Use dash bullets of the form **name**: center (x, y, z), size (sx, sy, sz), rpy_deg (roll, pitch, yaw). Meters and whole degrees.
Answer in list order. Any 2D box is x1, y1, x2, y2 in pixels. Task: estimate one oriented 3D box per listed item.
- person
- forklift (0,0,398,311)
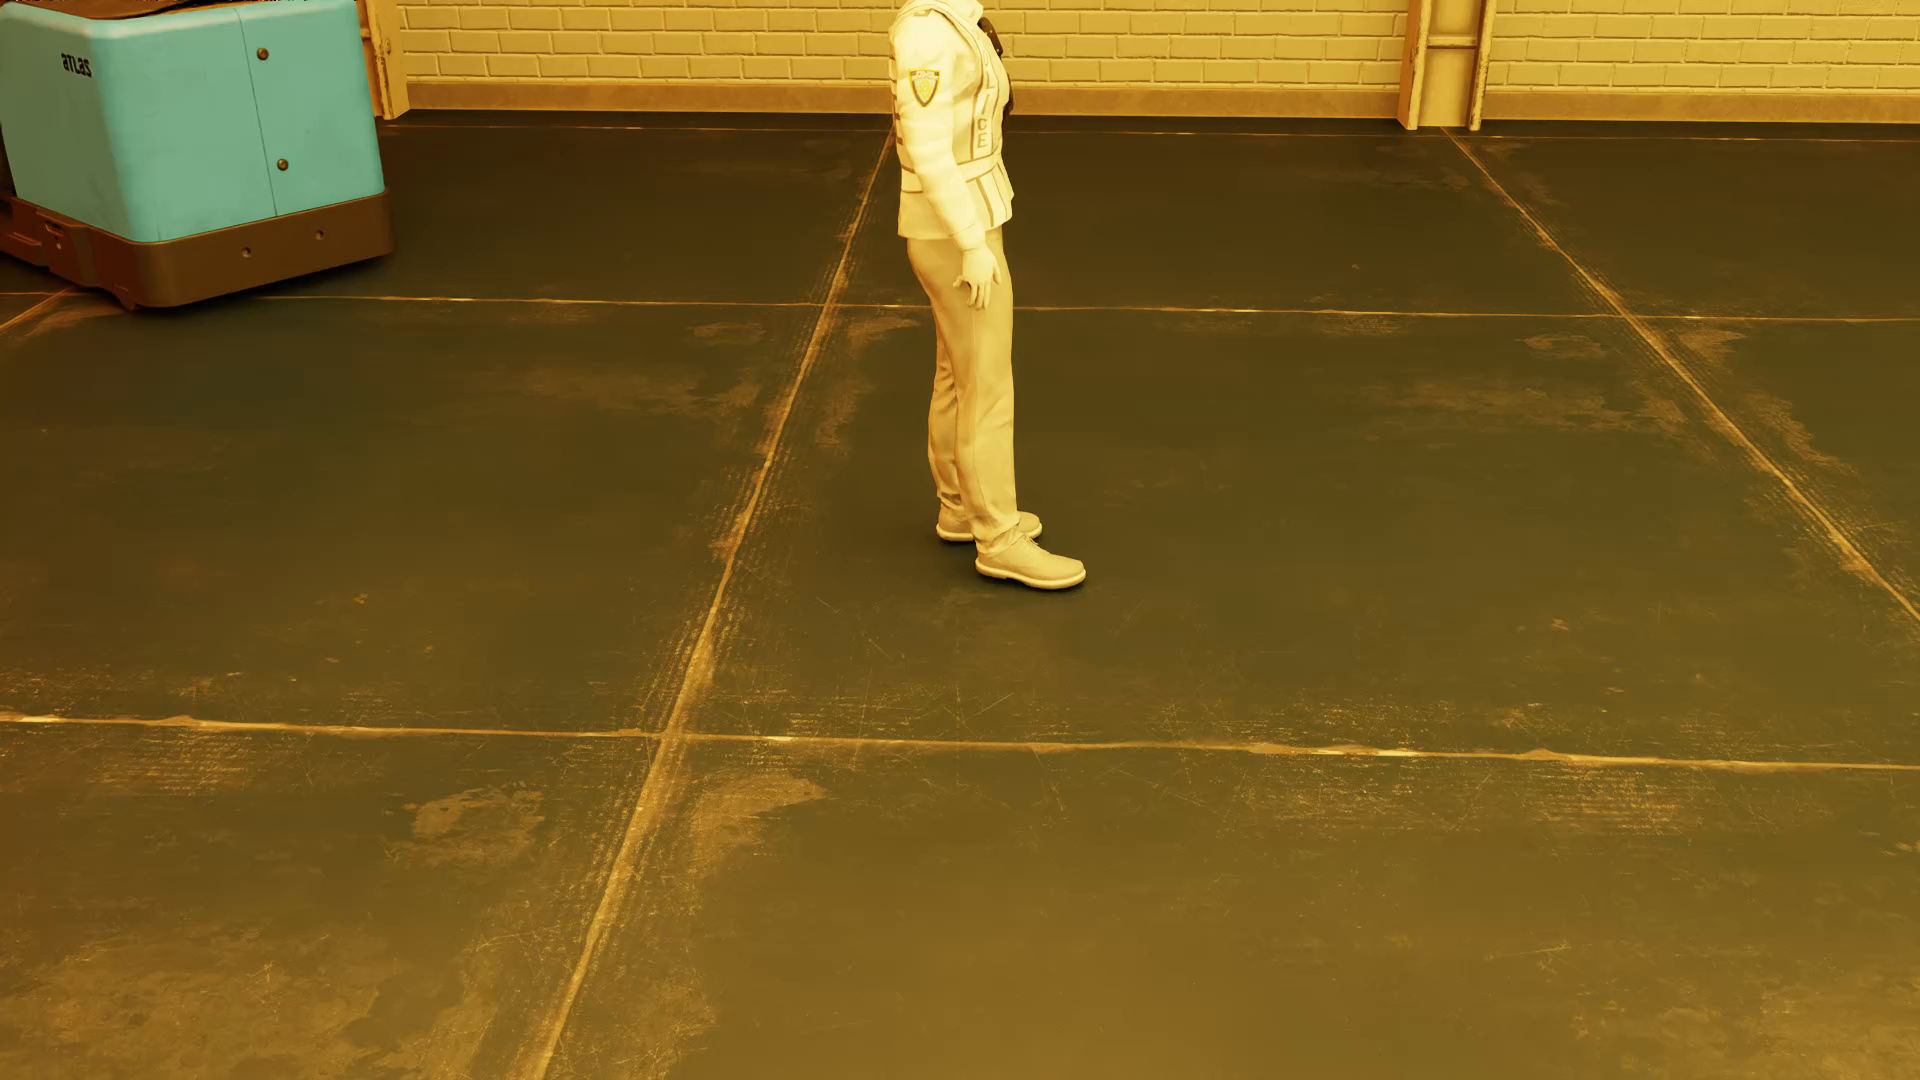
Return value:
- **person**: center (0.067, -0.762, 4.135), size (0.534, 1.696, 0.587), rpy_deg (1, 26, 2)
- **forklift**: center (-3.733, -2.689, 6.661), size (3.031, 2.935, 1.130), rpy_deg (21, 33, 35)
